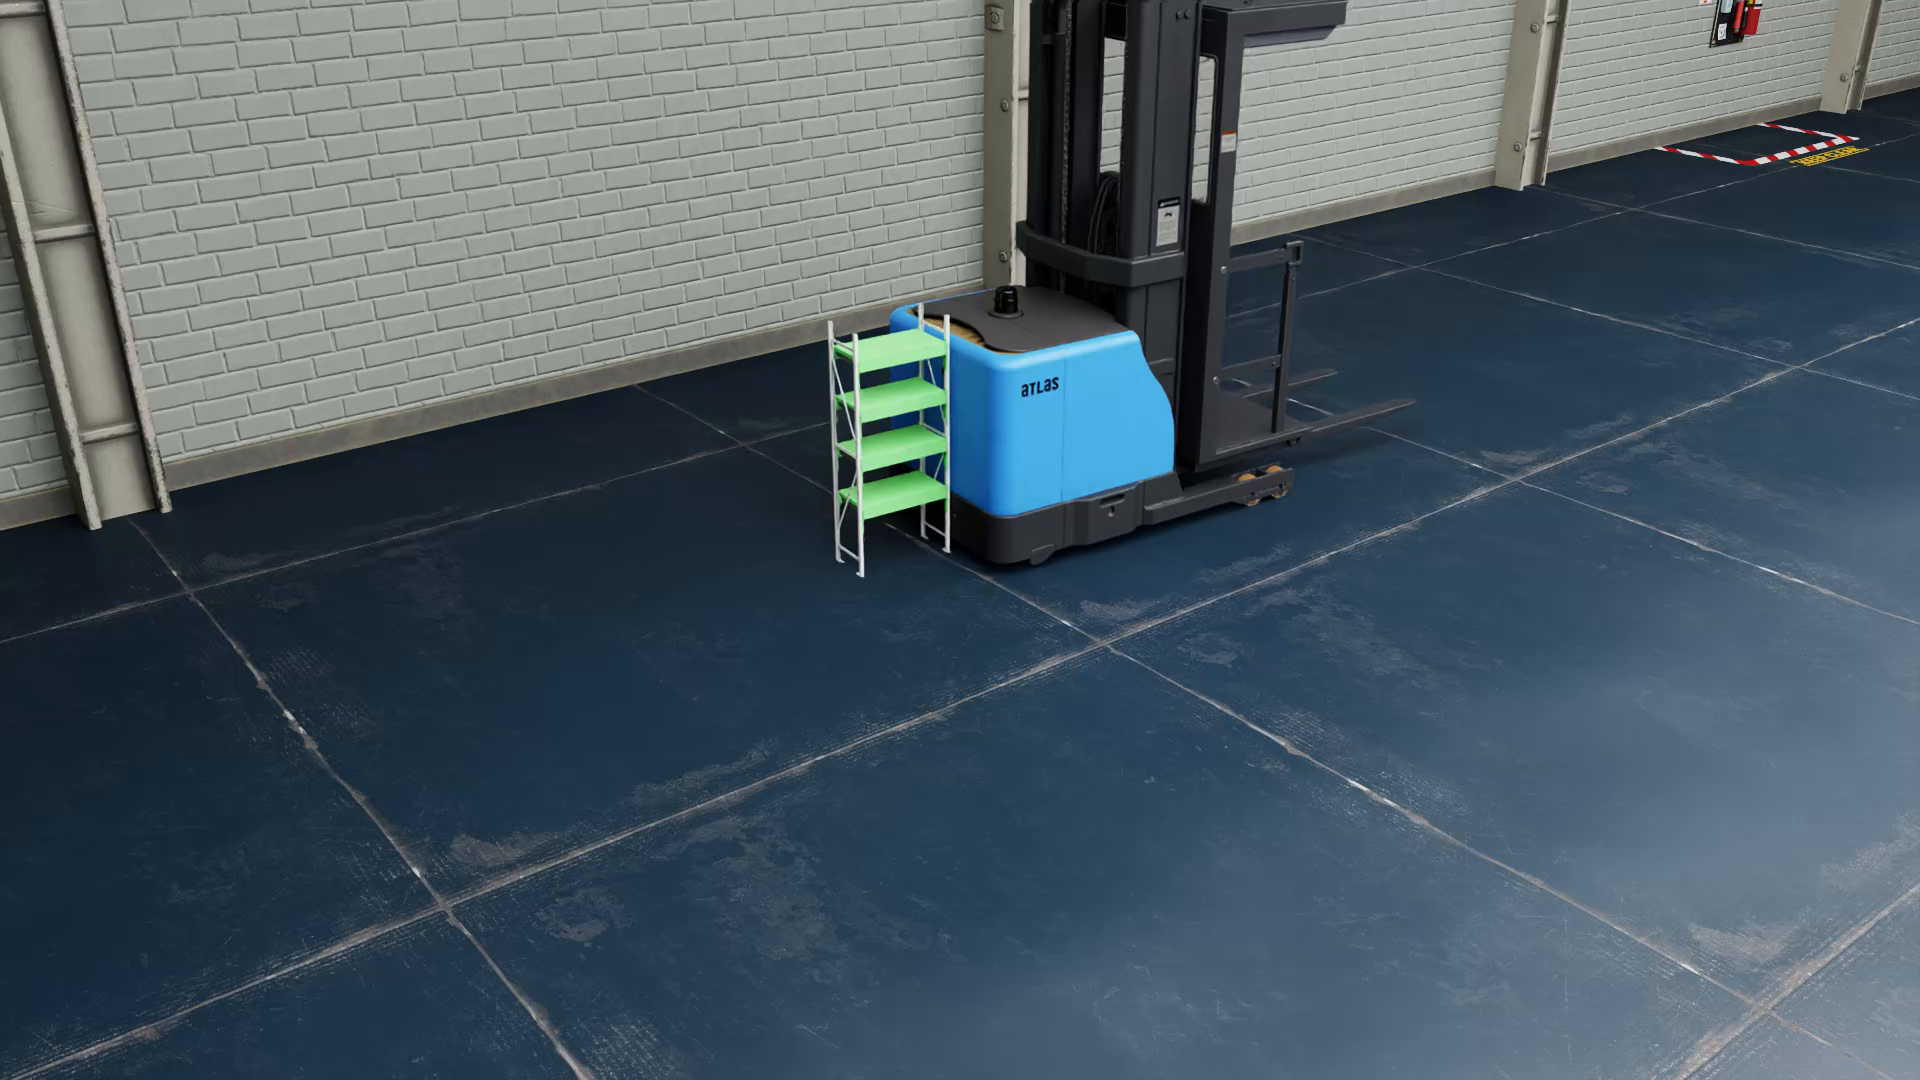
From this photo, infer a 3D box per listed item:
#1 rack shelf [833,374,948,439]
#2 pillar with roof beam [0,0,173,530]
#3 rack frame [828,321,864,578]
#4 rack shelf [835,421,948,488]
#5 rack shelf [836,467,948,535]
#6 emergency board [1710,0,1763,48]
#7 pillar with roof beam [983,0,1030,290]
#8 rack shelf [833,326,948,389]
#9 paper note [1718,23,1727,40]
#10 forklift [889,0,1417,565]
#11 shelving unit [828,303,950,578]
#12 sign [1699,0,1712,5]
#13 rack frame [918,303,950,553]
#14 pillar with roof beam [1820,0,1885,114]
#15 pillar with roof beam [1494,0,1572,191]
[{"bbox_3d":[-0.325,-0.625,7.752,0.480,0.148,0.258,-16,29,-30],"label":"rack shelf"},{"bbox_3d":[-1.655,-2.807,3.609,0.400,9.000,9.100,-18,31,-34],"label":"pillar with roof beam"},{"bbox_3d":[-0.527,-0.408,7.703,0.015,1.200,0.240,-16,29,-30],"label":"rack frame"},{"bbox_3d":[-0.325,-0.407,7.853,0.480,0.148,0.258,-16,29,-30],"label":"rack shelf"},{"bbox_3d":[-0.325,-0.189,7.955,0.480,0.148,0.258,-16,29,-30],"label":"rack shelf"},{"bbox_3d":[7.885,-5.558,16.663,0.643,1.169,0.194,-18,31,-34],"label":"emergency board"},{"bbox_3d":[3.067,-4.366,6.967,0.400,9.000,9.100,-18,31,-34],"label":"pillar with roof beam"},{"bbox_3d":[-0.325,-0.842,7.651,0.480,0.148,0.258,-16,29,-30],"label":"rack shelf"},{"bbox_3d":[7.703,-5.136,16.799,0.142,0.148,0.016,-18,31,-34],"label":"paper note"},{"bbox_3d":[1.145,-1.673,8.372,3.031,2.935,1.130,-16,29,-30],"label":"forklift"},{"bbox_3d":[-0.325,-0.465,7.827,0.503,1.200,0.258,-16,29,-30],"label":"shelving unit"},{"bbox_3d":[7.386,-5.465,16.420,0.234,0.329,0.001,-18,31,-34],"label":"sign"},{"bbox_3d":[-0.122,-0.522,7.950,0.015,1.200,0.240,-16,29,-30],"label":"rack frame"},{"bbox_3d":[12.510,-7.483,13.683,0.400,9.000,9.100,-18,31,-34],"label":"pillar with roof beam"},{"bbox_3d":[7.788,-5.924,10.325,0.400,9.000,9.100,-18,31,-34],"label":"pillar with roof beam"}]
